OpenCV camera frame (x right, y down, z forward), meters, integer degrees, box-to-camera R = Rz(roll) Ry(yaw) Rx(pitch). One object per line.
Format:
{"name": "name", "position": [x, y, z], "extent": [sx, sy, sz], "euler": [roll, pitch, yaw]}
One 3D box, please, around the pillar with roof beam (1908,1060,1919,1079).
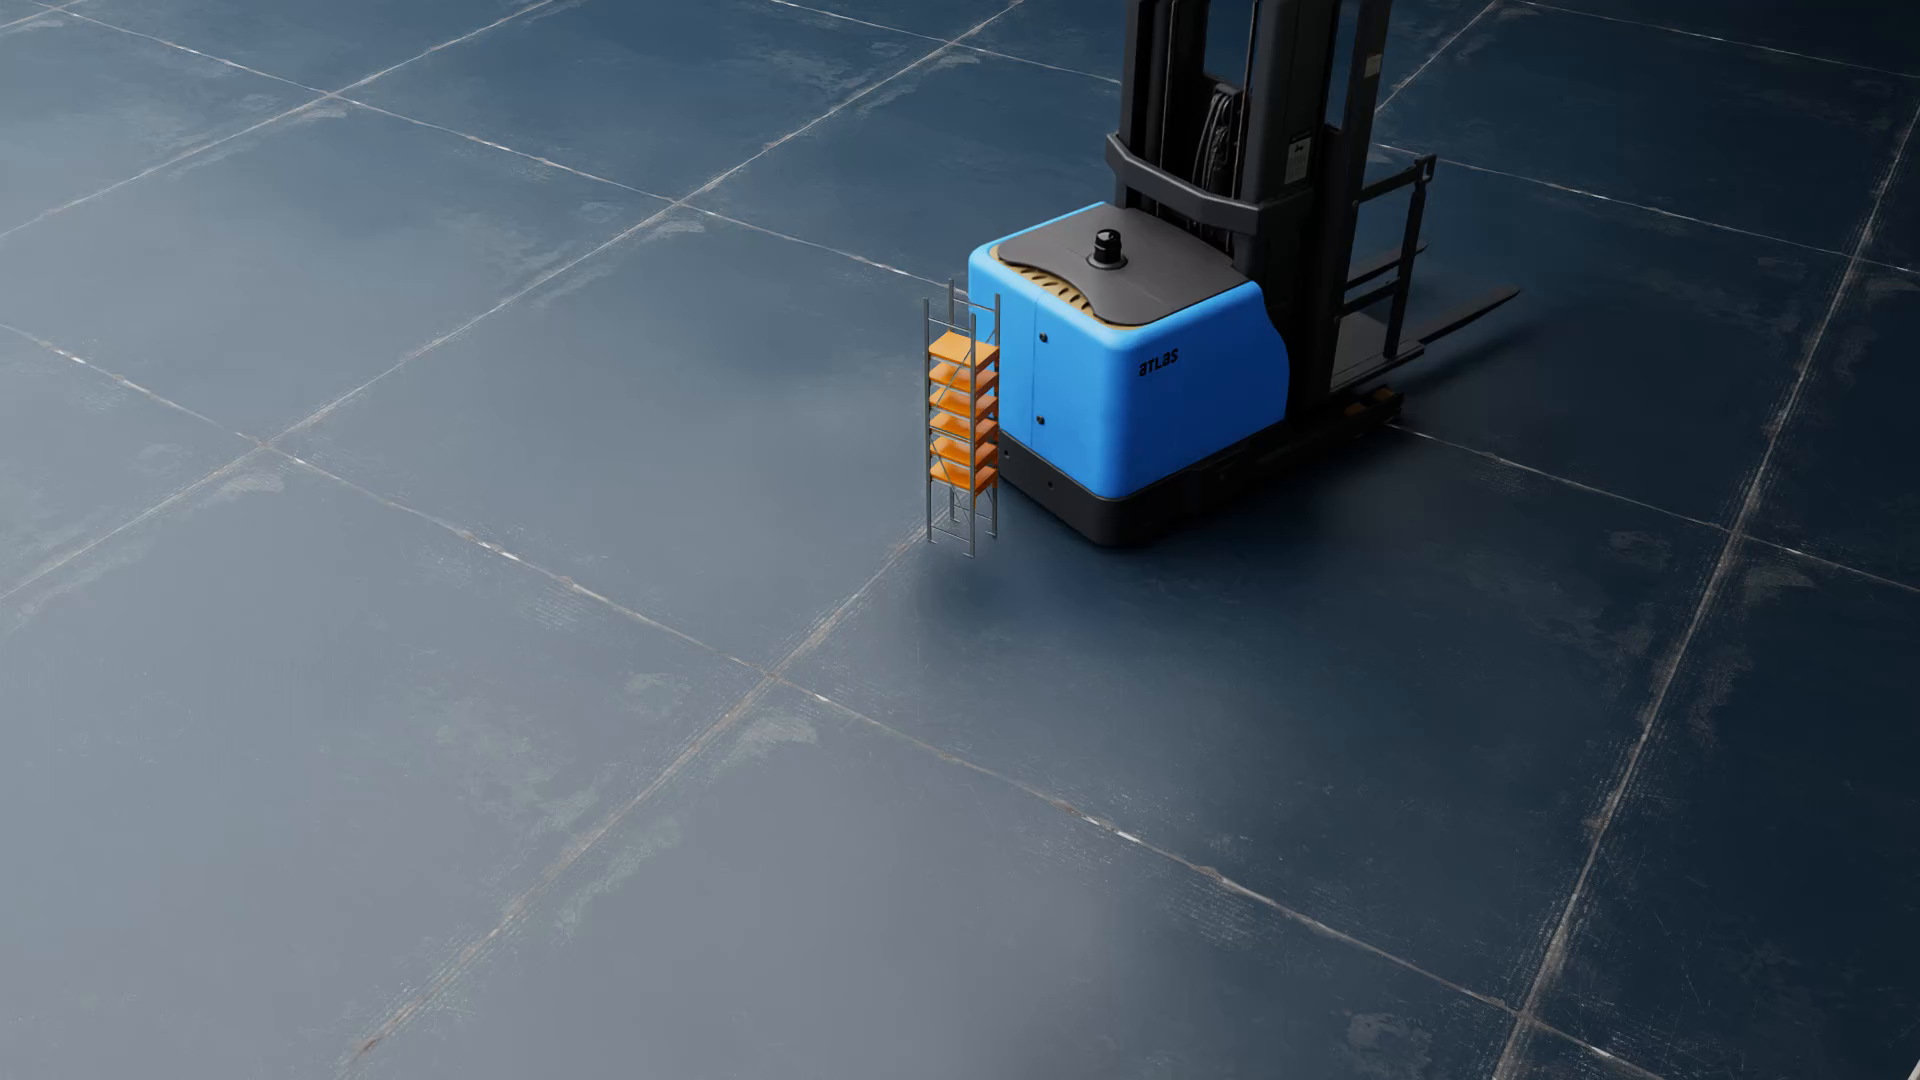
{"name": "pillar with roof beam", "position": [-0.849, -3.071, 3.864], "extent": [9.100, 9.000, 0.400], "euler": [21, 42, 25]}

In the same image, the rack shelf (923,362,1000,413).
{"name": "rack shelf", "position": [0.008, -0.638, 6.774], "extent": [0.258, 0.103, 0.180], "euler": [21, 42, 25]}

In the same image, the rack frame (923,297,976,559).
{"name": "rack frame", "position": [-0.041, -0.435, 6.832], "extent": [0.240, 1.200, 0.006], "euler": [21, 42, 25]}

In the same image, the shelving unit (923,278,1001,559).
{"name": "shelving unit", "position": [0.008, -0.483, 6.893], "extent": [0.258, 1.200, 0.189], "euler": [21, 42, 25]}

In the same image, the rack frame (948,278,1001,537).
{"name": "rack frame", "position": [0.057, -0.530, 6.955], "extent": [0.240, 1.200, 0.006], "euler": [21, 42, 25]}

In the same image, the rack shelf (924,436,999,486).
{"name": "rack shelf", "position": [0.008, -0.352, 6.994], "extent": [0.258, 0.103, 0.180], "euler": [21, 42, 25]}

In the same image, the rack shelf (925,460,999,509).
{"name": "rack shelf", "position": [0.008, -0.257, 7.067], "extent": [0.258, 0.103, 0.180], "euler": [21, 42, 25]}

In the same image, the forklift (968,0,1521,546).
{"name": "forklift", "position": [1.495, -1.874, 7.280], "extent": [3.031, 2.935, 1.130], "euler": [-25, 44, -29]}

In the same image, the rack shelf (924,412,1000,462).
{"name": "rack shelf", "position": [0.008, -0.447, 6.920], "extent": [0.258, 0.103, 0.180], "euler": [21, 42, 25]}

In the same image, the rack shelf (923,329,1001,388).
{"name": "rack shelf", "position": [0.008, -0.733, 6.701], "extent": [0.258, 0.103, 0.180], "euler": [21, 42, 25]}

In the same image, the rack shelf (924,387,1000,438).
{"name": "rack shelf", "position": [0.008, -0.542, 6.847], "extent": [0.258, 0.103, 0.180], "euler": [21, 42, 25]}
